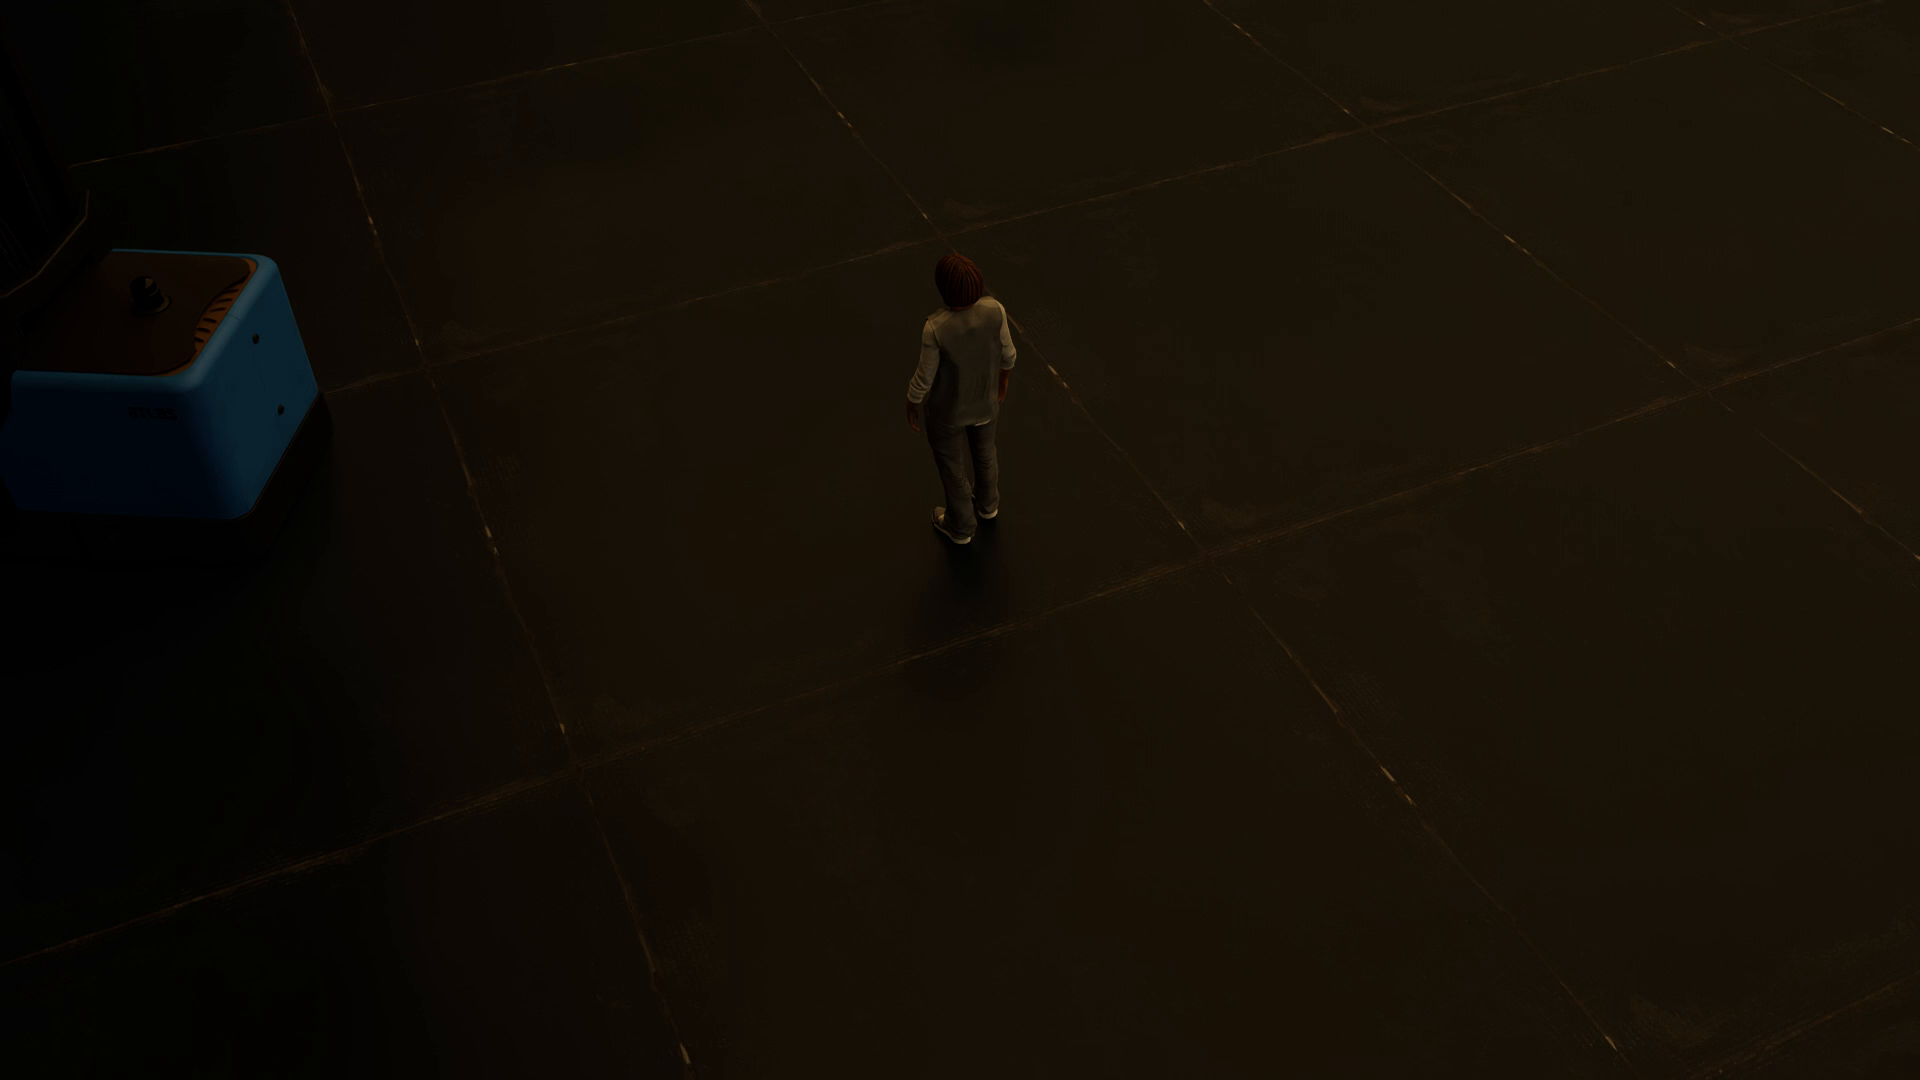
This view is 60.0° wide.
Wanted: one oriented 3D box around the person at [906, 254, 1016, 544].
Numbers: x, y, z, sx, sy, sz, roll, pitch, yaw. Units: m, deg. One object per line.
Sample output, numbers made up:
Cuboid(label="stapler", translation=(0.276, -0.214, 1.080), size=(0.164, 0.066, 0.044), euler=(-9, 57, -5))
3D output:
Cuboid(label="person", translation=(-0.019, -0.639, 7.332), size=(0.521, 1.599, 0.473), euler=(-18, 46, -18))

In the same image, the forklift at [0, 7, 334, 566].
Cuboid(label="forklift", translation=(-4.672, -1.350, 7.126), size=(3.031, 2.935, 1.130), euler=(3, 43, 3))
